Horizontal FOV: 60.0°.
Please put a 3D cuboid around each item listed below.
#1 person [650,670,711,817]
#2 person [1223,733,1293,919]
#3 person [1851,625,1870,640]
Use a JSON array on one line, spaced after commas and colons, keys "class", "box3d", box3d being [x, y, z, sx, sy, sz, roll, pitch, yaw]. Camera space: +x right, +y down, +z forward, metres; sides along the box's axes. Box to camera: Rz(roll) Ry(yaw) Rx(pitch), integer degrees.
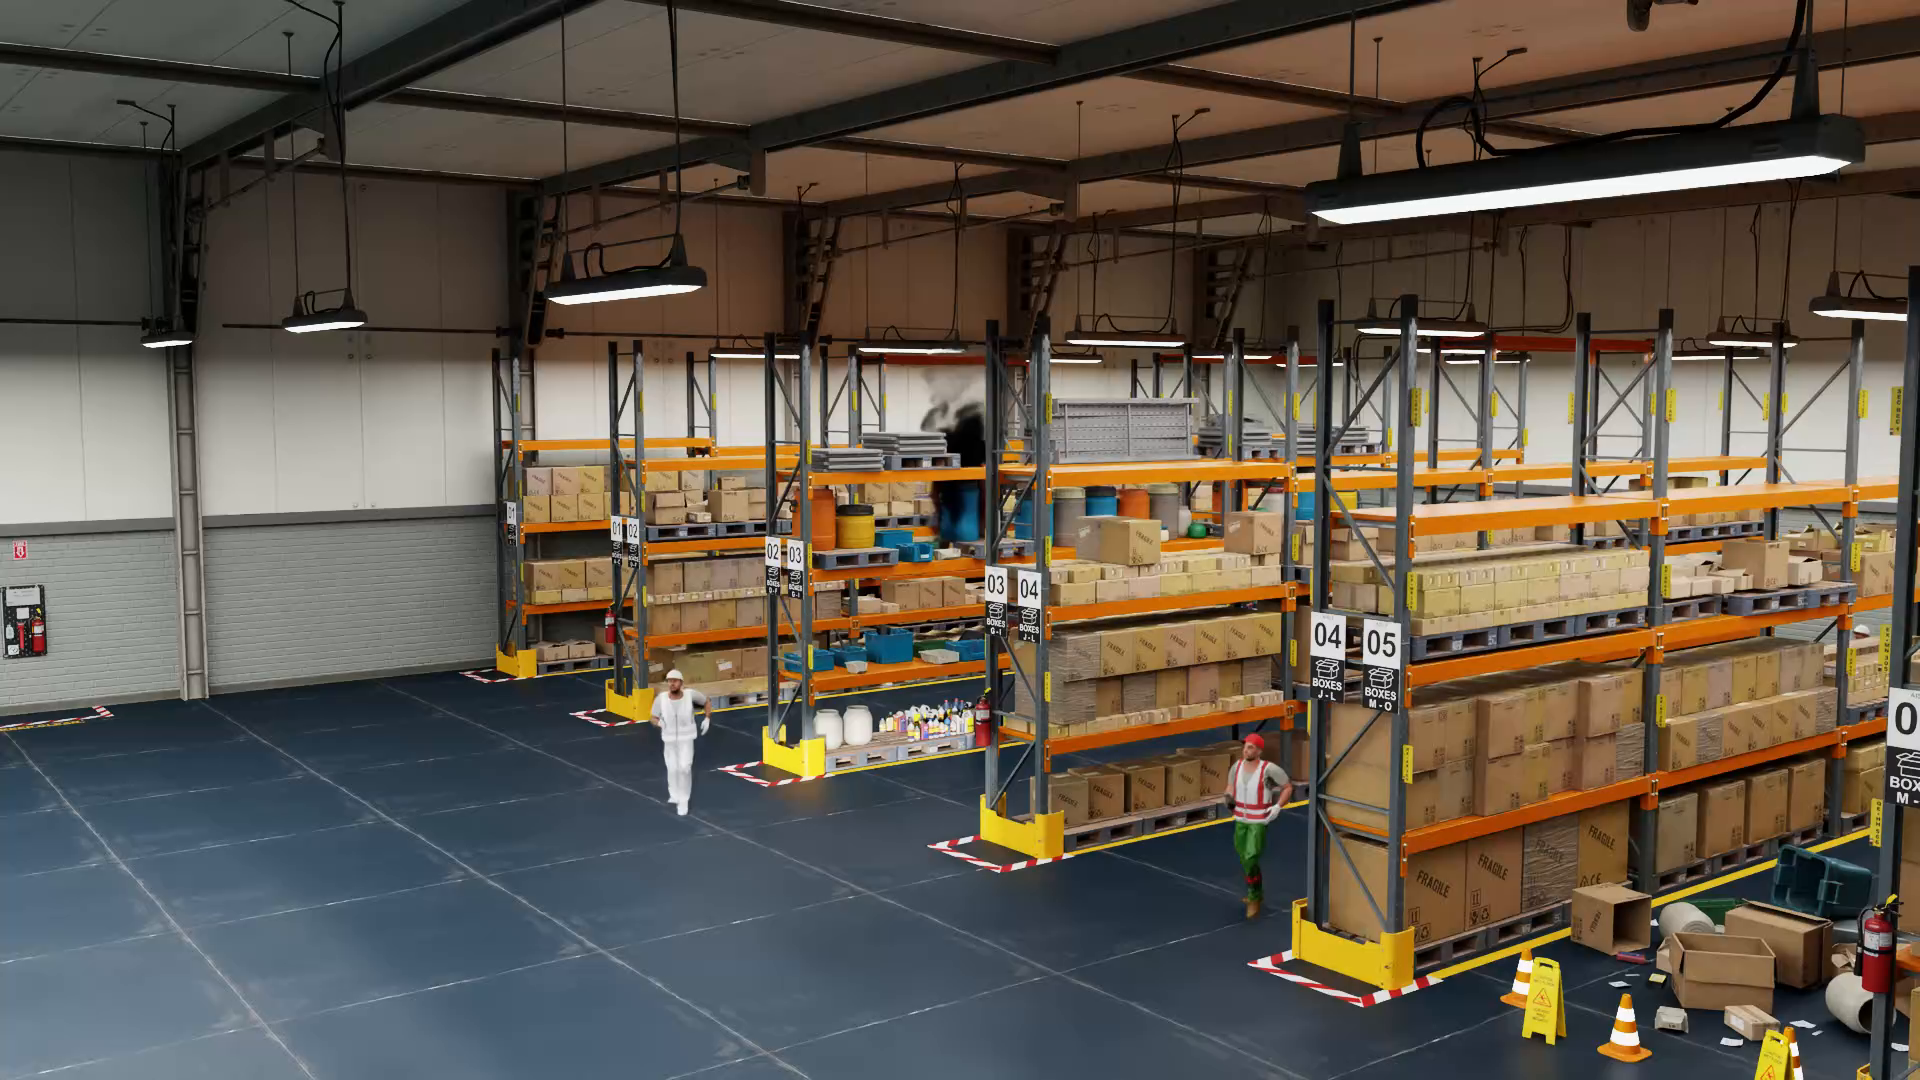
[{"class": "person", "box3d": [-3.449, 2.479, 20.477, 0.696, 1.800, 0.894, 0, 5, 1]}, {"class": "person", "box3d": [2.891, 2.830, 16.523, 0.636, 1.827, 0.665, 5, 7, 43]}, {"class": "person", "box3d": [13.355, 2.123, 24.573, 0.845, 1.730, 0.716, -2, 5, -22]}]
